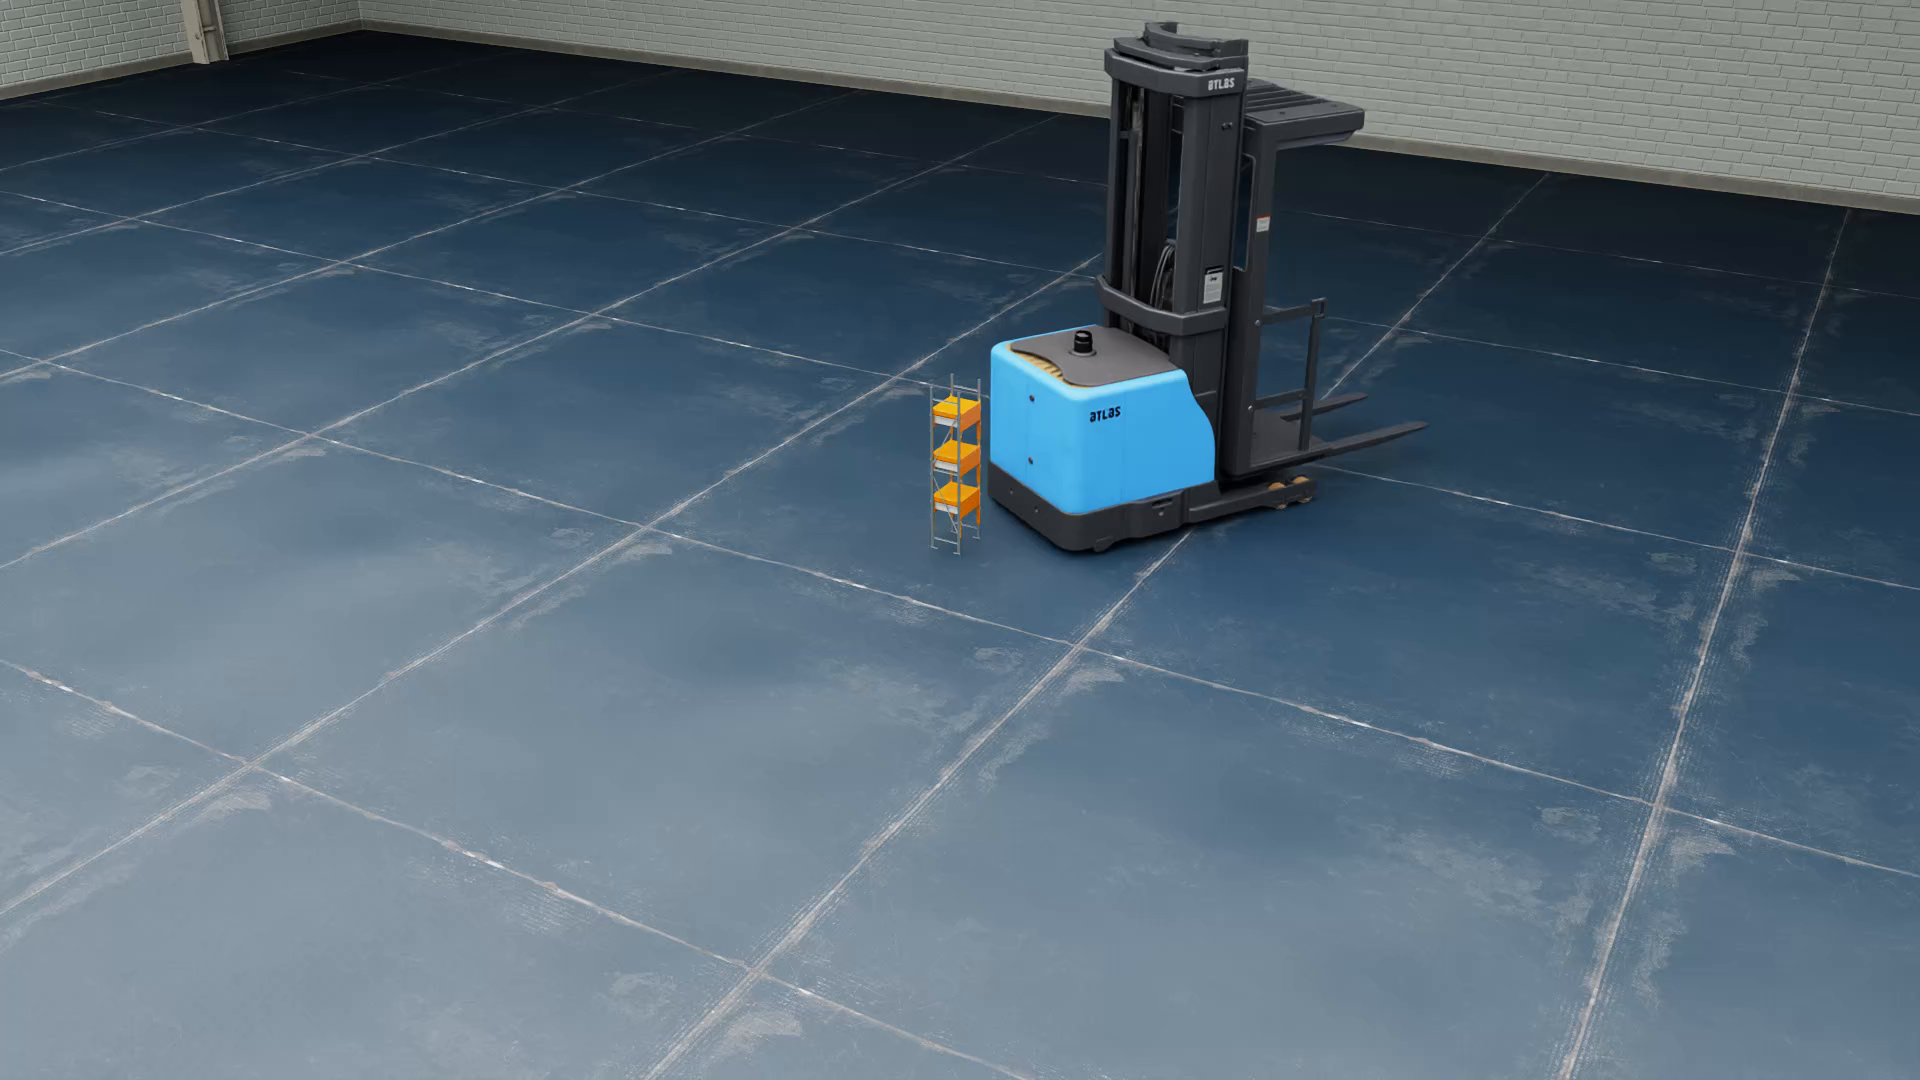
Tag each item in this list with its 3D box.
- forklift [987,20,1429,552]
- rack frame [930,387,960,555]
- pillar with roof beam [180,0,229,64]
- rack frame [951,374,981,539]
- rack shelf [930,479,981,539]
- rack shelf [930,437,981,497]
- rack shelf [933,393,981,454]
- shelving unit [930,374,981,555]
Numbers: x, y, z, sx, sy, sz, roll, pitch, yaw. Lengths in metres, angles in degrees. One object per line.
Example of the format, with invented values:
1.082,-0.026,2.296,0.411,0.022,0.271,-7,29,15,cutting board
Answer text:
1.716,-1.699,10.370,3.031,2.935,1.130,-14,30,-26,forklift
-0.086,-0.401,9.878,0.200,1.050,0.008,14,30,26,rack frame
-7.132,-10.036,20.246,9.100,9.000,0.400,14,30,26,pillar with roof beam
0.034,-0.496,10.068,0.200,1.050,0.008,14,30,26,rack frame
-0.026,-0.191,10.102,0.215,0.259,0.240,14,30,26,rack shelf
-0.026,-0.439,9.978,0.215,0.259,0.240,14,30,26,rack shelf
-0.026,-0.693,9.851,0.215,0.259,0.240,14,30,26,rack shelf
-0.026,-0.449,9.973,0.215,1.050,0.252,14,30,26,shelving unit
